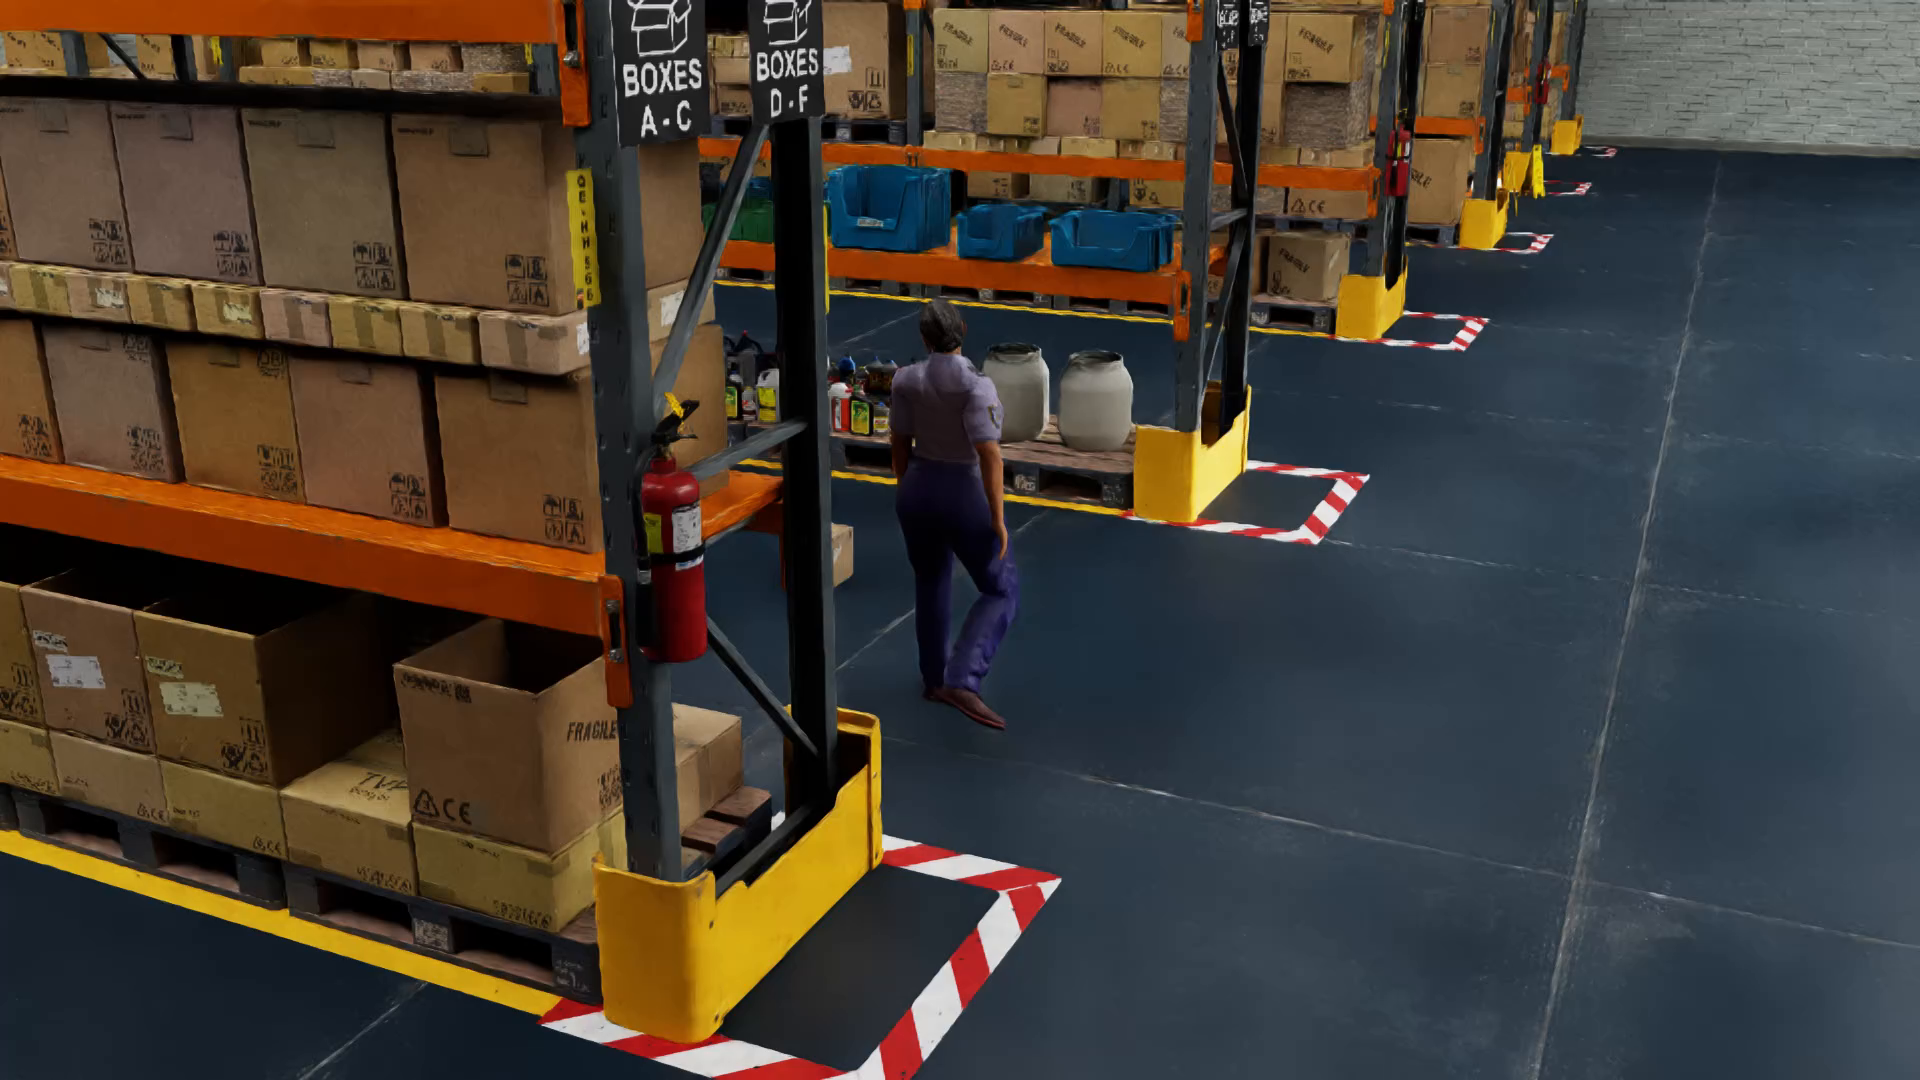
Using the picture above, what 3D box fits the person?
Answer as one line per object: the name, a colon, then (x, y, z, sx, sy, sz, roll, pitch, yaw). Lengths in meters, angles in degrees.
person: (-0.008, -0.081, 6.351, 0.684, 1.631, 0.596, 11, 22, 30)
